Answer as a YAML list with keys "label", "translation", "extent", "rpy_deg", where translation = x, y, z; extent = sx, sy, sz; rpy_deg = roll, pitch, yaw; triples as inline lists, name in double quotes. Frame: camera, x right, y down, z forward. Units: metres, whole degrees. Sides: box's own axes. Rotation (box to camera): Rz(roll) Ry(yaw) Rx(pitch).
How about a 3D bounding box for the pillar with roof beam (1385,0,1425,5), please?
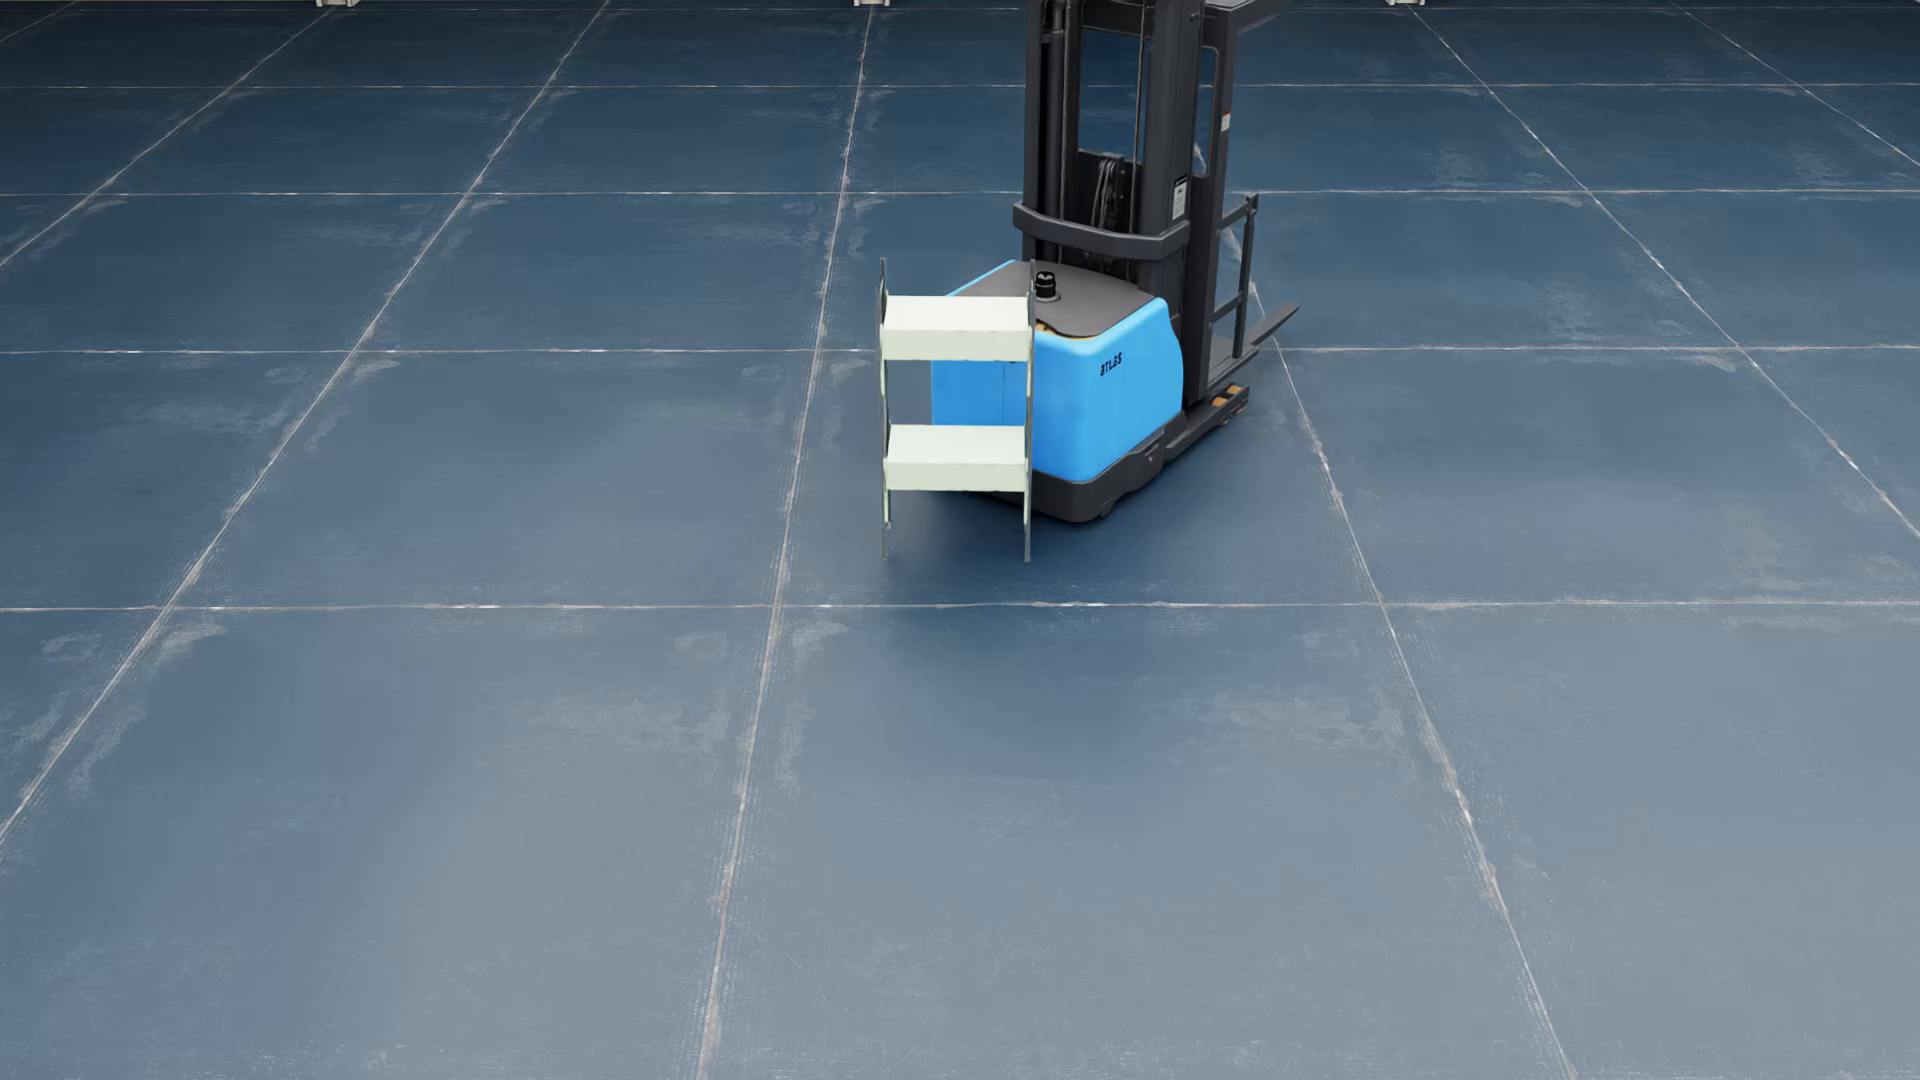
- label: "pillar with roof beam"
  translation: [5.036, -7.695, 12.757]
  extent: [0.400, 9.000, 9.100]
  rpy_deg: [0, 31, 0]

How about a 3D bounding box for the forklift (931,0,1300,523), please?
- label: "forklift"
  translation: [1.084, -2.061, 9.321]
  extent: [1.130, 2.935, 3.031]
  rpy_deg: [20, 36, 29]

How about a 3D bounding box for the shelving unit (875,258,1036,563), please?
- label: "shelving unit"
  translation: [-0.017, -0.630, 8.342]
  extent: [0.755, 1.500, 0.431]
  rpy_deg: [1, 31, 1]

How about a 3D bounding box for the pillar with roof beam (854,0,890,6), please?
- label: "pillar with roof beam"
  translation: [-0.964, -7.676, 12.726]
  extent: [0.400, 9.000, 9.100]
  rpy_deg: [0, 31, 0]

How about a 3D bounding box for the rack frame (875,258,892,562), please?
- label: "rack frame"
  translation: [-0.383, -0.634, 8.349]
  extent: [0.023, 1.500, 0.400]
  rpy_deg: [1, 31, 1]

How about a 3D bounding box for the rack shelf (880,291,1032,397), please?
- label: "rack shelf"
  translation: [-0.017, -0.963, 8.139]
  extent: [0.720, 0.370, 0.431]
  rpy_deg: [1, 31, 1]

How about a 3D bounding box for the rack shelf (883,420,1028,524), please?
- label: "rack shelf"
  translation: [-0.017, -0.351, 8.511]
  extent: [0.720, 0.370, 0.431]
  rpy_deg: [1, 31, 1]

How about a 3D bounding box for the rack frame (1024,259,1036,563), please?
- label: "rack frame"
  translation: [0.349, -0.625, 8.335]
  extent: [0.023, 1.500, 0.400]
  rpy_deg: [1, 31, 1]
